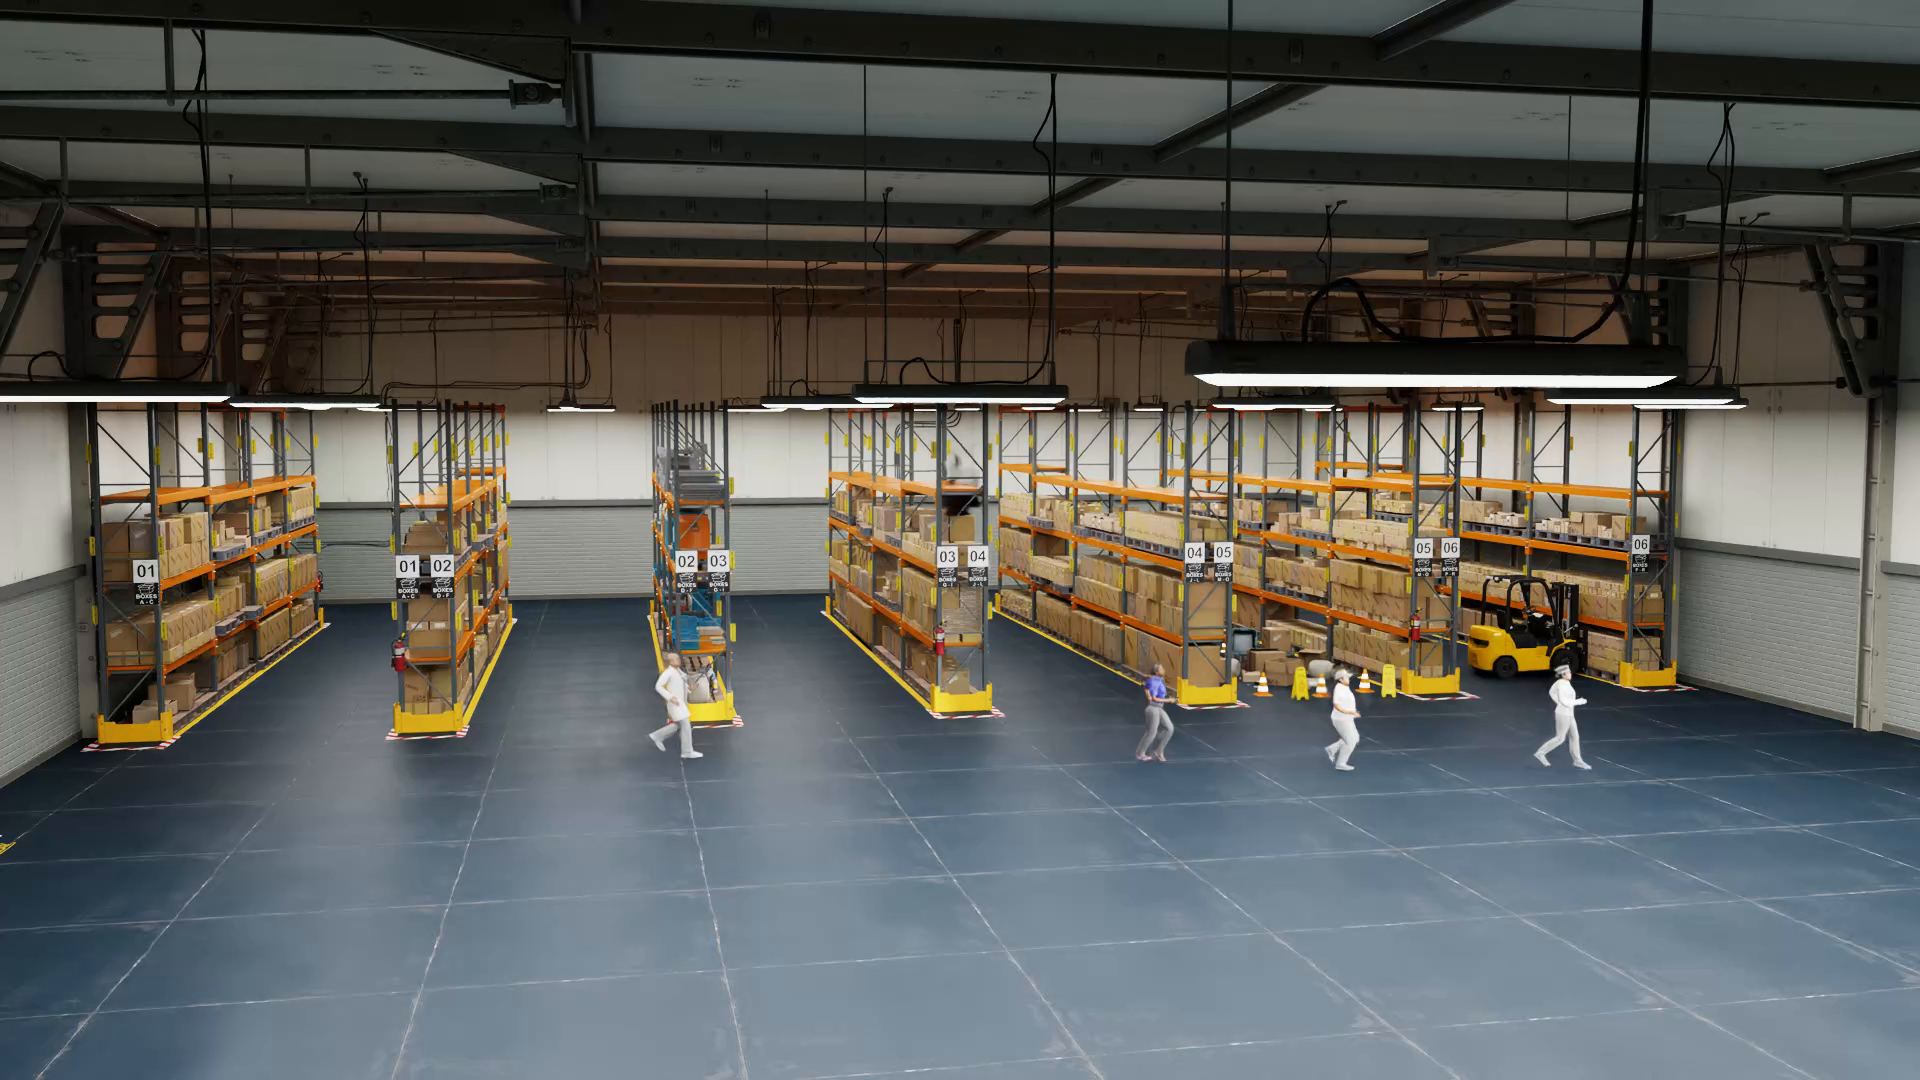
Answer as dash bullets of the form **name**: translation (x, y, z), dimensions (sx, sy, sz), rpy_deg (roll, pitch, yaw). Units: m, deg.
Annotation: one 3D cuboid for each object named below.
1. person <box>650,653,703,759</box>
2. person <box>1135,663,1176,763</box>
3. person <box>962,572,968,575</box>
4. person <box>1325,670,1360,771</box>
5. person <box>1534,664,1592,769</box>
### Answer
- **person**: translation (-4.749, 2.754, 27.702), dimensions (0.969, 1.751, 0.719), rpy_deg (1, 4, 11)
- **person**: translation (3.224, 2.855, 27.294), dimensions (0.708, 1.686, 0.562), rpy_deg (2, 5, 20)
- **person**: translation (-0.052, 1.246, 47.695), dimensions (0.733, 1.743, 0.918), rpy_deg (1, 4, 17)
- **person**: translation (6.175, 2.895, 26.797), dimensions (0.571, 1.617, 0.603), rpy_deg (1, 5, 18)
- **person**: translation (9.721, 2.829, 26.752), dimensions (0.878, 1.689, 0.616), rpy_deg (2, 5, 22)
